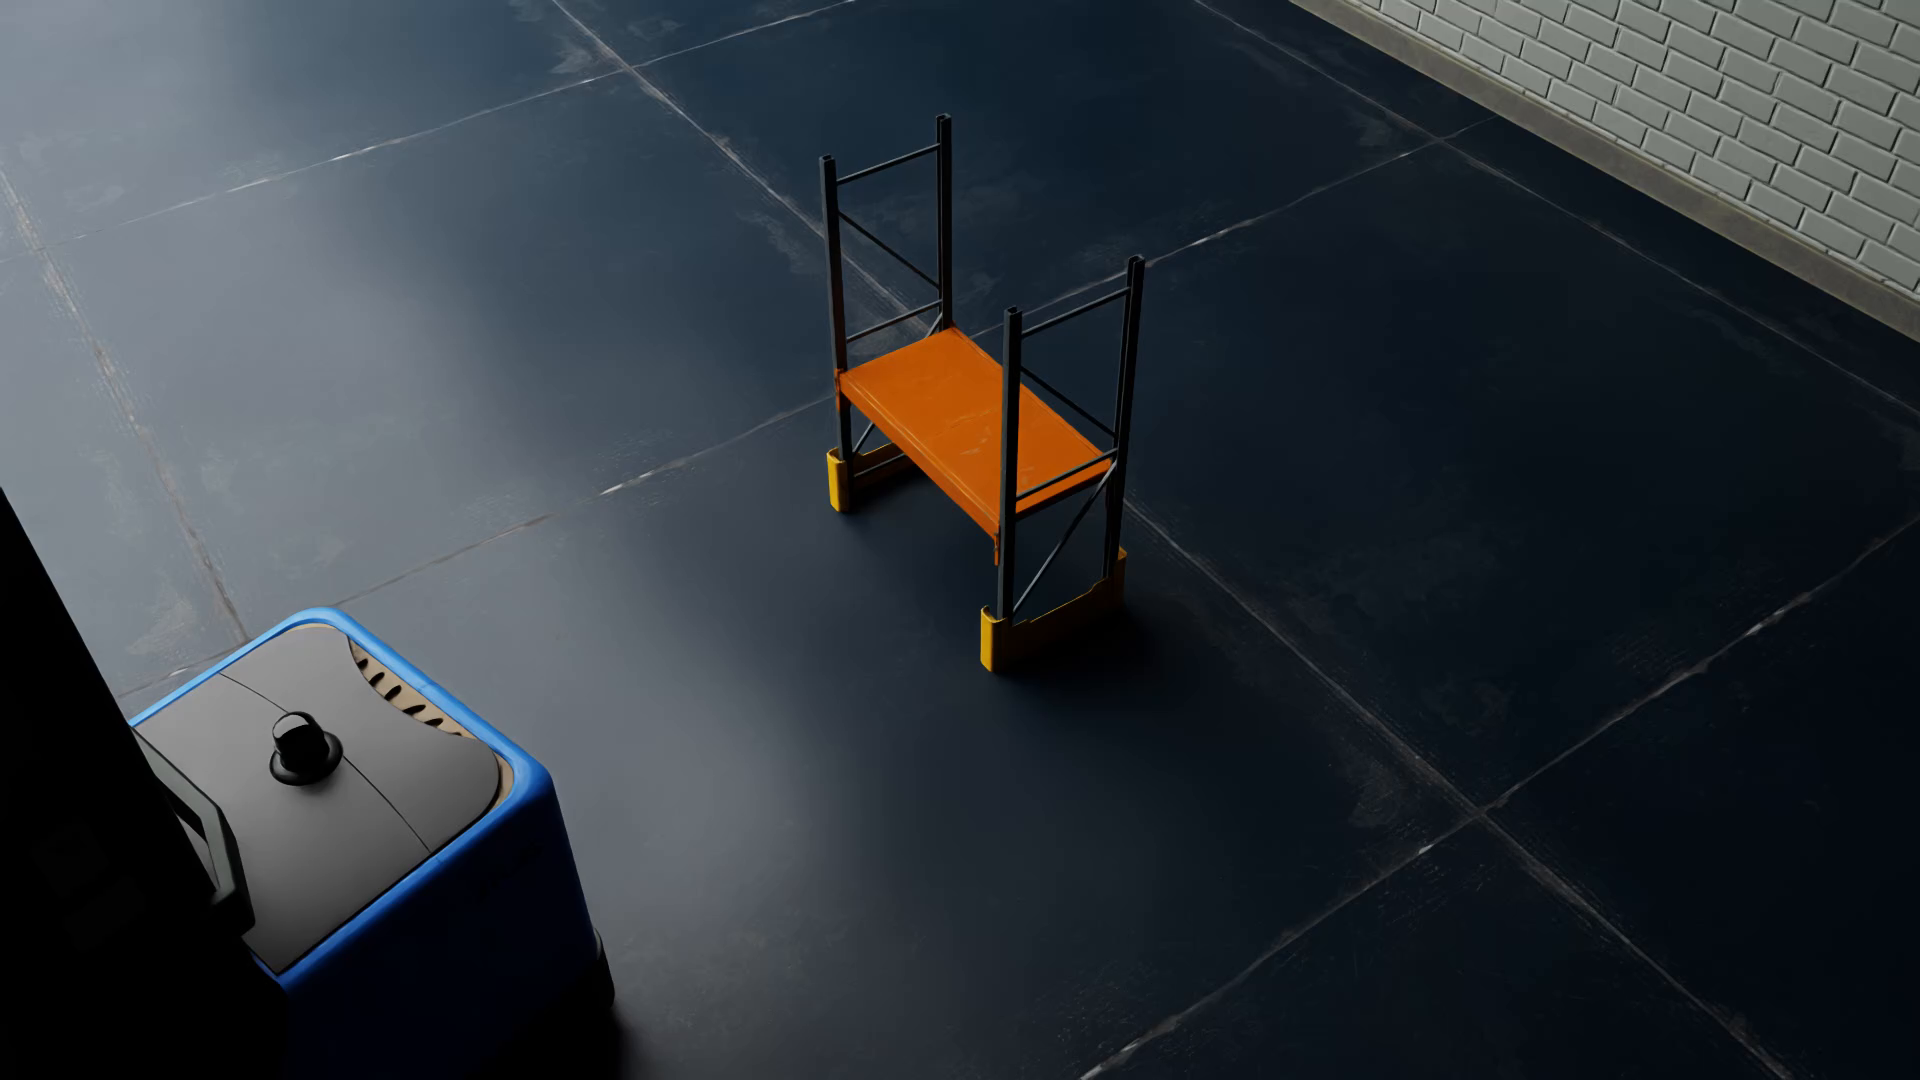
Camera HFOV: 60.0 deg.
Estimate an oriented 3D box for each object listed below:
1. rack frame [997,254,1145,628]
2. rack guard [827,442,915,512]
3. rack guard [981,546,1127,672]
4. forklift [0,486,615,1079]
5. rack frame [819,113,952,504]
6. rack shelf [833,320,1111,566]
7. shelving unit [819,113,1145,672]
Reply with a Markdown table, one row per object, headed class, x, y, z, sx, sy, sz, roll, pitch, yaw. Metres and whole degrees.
| class | x | y | z | sx | sy | sz | roll | pitch | yaw |
| --- | --- | --- | --- | --- | --- | --- | --- | --- | --- |
| rack frame | 0.340 | -0.206 | 5.380 | 0.500 | 1.500 | 0.032 | -26 | 49 | -24 |
| rack guard | -0.241 | -0.329 | 6.414 | 0.587 | 0.250 | 0.087 | -26 | 49 | -24 |
| rack guard | 0.329 | 0.235 | 5.823 | 0.587 | 0.250 | 0.087 | -26 | 49 | -24 |
| forklift | -2.319 | 0.869 | 3.217 | 1.130 | 2.935 | 3.031 | 30 | 51 | 28 |
| rack frame | -0.242 | -0.782 | 5.983 | 0.500 | 1.500 | 0.032 | -26 | 49 | -24 |
| rack shelf | 0.049 | -0.364 | 5.806 | 0.538 | 0.185 | 1.000 | -26 | 49 | -24 |
| shelving unit | 0.044 | -0.499 | 5.687 | 0.587 | 1.500 | 1.083 | -26 | 49 | -24 |
